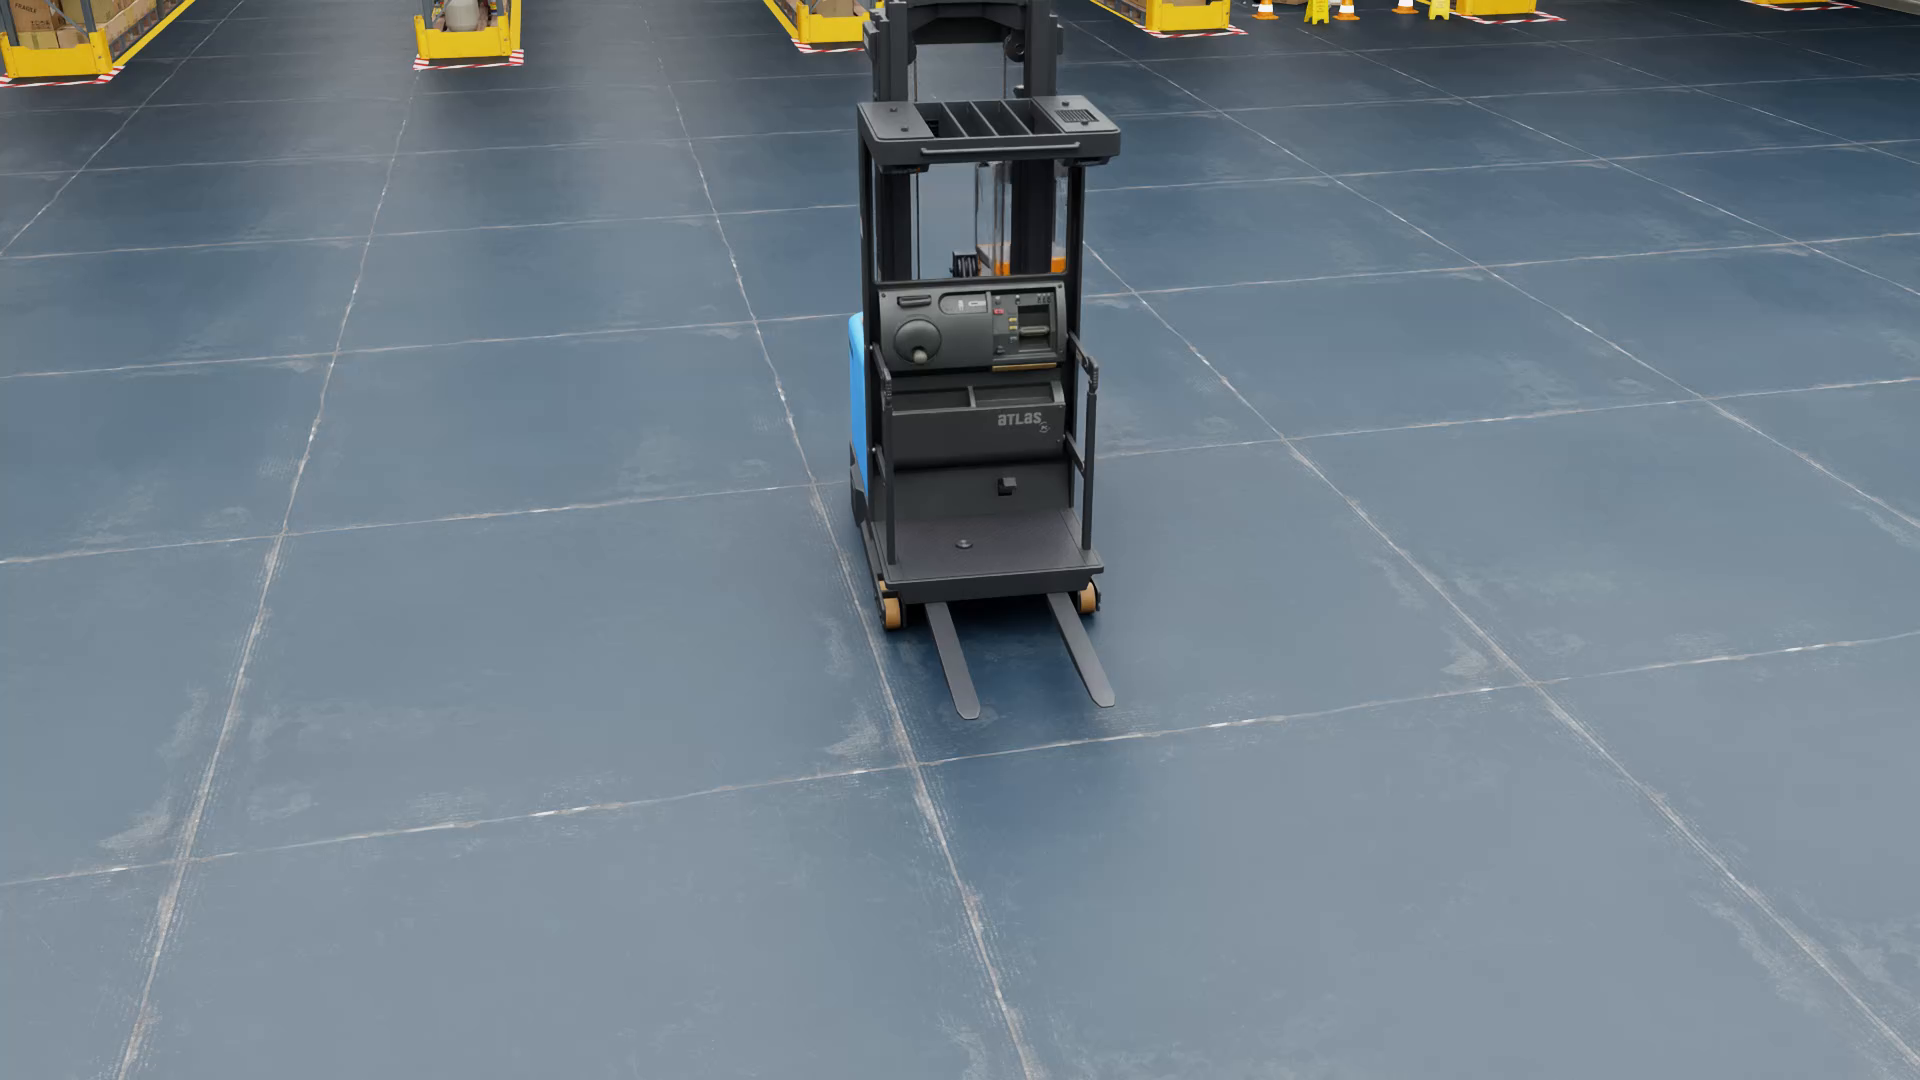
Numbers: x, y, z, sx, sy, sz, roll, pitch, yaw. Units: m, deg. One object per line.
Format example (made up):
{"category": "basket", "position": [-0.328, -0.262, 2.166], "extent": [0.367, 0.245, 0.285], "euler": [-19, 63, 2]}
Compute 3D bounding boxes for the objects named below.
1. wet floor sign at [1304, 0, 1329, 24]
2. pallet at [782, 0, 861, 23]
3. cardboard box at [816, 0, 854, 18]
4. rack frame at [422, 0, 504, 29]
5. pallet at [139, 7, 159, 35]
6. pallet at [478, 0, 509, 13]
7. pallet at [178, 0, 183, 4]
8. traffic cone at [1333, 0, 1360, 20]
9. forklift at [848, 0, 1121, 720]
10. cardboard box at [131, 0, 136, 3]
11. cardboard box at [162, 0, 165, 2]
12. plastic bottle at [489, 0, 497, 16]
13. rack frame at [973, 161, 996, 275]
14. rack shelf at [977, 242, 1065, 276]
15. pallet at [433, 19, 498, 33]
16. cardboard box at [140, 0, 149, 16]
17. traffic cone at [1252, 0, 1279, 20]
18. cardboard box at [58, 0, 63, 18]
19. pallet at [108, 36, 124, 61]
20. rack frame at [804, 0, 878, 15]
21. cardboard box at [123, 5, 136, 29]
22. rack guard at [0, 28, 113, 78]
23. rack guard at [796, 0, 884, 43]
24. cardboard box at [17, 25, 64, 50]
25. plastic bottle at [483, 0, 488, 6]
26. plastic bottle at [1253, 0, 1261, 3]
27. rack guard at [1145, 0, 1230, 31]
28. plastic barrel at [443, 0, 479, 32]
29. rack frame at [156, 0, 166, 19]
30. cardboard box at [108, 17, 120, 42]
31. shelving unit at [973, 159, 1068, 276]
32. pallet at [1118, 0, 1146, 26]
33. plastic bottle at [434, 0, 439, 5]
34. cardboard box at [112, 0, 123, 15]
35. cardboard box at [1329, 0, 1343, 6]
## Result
{"category": "wet floor sign", "position": [5.171, -7.803, 23.994], "extent": [0.267, 0.644, 0.232], "euler": [-11, 29, -20]}
{"category": "pallet", "position": [-2.057, -7.890, 24.647], "extent": [1.003, 0.211, 1.213], "euler": [-6, 27, -12]}
{"category": "cardboard box", "position": [-1.744, -7.554, 23.195], "extent": [0.500, 0.500, 0.500], "euler": [-1, 27, -2]}
{"category": "rack frame", "position": [-6.445, -7.704, 21.184], "extent": [1.000, 3.000, 0.127], "euler": [-6, 27, -12]}
{"category": "pallet", "position": [-12.035, -7.360, 23.597], "extent": [1.003, 0.211, 1.213], "euler": [-6, 27, -12]}
{"category": "pallet", "position": [-7.236, -7.916, 24.698], "extent": [1.003, 0.211, 1.213], "euler": [-6, 27, -12]}
{"category": "pallet", "position": [-12.656, -8.569, 25.994], "extent": [1.003, 0.211, 1.213], "euler": [-6, 27, -12]}
{"category": "traffic cone", "position": [5.677, -7.876, 24.341], "extent": [0.336, 0.463, 0.334], "euler": [-6, 27, -12]}
{"category": "forklift", "position": [0.102, -1.029, 8.036], "extent": [1.130, 2.935, 3.031], "euler": [-4, 27, -8]}
{"category": "cardboard box", "position": [-11.638, -7.632, 22.795], "extent": [0.500, 0.500, 0.500], "euler": [-6, 27, -12]}
{"category": "cardboard box", "position": [-12.023, -8.120, 24.595], "extent": [0.500, 0.250, 0.500], "euler": [-7, 28, -13]}
{"category": "plastic bottle", "position": [-6.550, -7.510, 23.339], "extent": [0.097, 0.271, 0.097], "euler": [0, 27, 0]}
{"category": "rack frame", "position": [0.143, -1.488, 9.863], "extent": [0.015, 2.100, 0.400], "euler": [-8, 27, -15]}
{"category": "rack shelf", "position": [0.377, -1.507, 9.930], "extent": [0.480, 0.518, 0.431], "euler": [-8, 27, -15]}
{"category": "pallet", "position": [-6.686, -6.844, 22.576], "extent": [1.003, 0.211, 1.213], "euler": [-6, 27, -12]}
{"category": "cardboard box", "position": [-11.753, -7.516, 23.398], "extent": [0.500, 0.250, 0.500], "euler": [-6, 27, -12]}
{"category": "traffic cone", "position": [4.500, -7.911, 24.409], "extent": [0.336, 0.463, 0.334], "euler": [-6, 27, -12]}
{"category": "cardboard box", "position": [-11.922, -7.140, 21.820], "extent": [0.500, 0.500, 0.500], "euler": [-6, 27, -12]}
{"category": "pallet", "position": [-11.485, -6.289, 21.475], "extent": [1.003, 0.211, 1.213], "euler": [-6, 27, -12]}
{"category": "rack frame", "position": [-1.619, -8.206, 22.180], "extent": [1.000, 3.000, 0.127], "euler": [-6, 27, -12]}
{"category": "cardboard box", "position": [-11.512, -7.079, 22.531], "extent": [0.500, 0.250, 0.500], "euler": [-6, 27, -12]}
{"category": "rack guard", "position": [-11.266, -6.076, 20.733], "extent": [1.175, 0.500, 0.348], "euler": [-6, 27, -12]}
{"category": "rack guard", "position": [-1.636, -7.124, 22.809], "extent": [1.175, 0.500, 0.348], "euler": [-6, 27, -12]}
{"category": "cardboard box", "position": [-11.680, -6.368, 21.122], "extent": [0.500, 0.250, 0.500], "euler": [-6, 27, -12]}
{"category": "plastic bottle", "position": [-6.875, -7.881, 24.061], "extent": [0.061, 0.283, 0.133], "euler": [-6, 27, -12]}
{"category": "plastic bottle", "position": [4.636, -8.348, 25.722], "extent": [0.133, 0.061, 0.283], "euler": [-16, 31, -29]}
{"category": "rack guard", "position": [3.241, -7.539, 23.632], "extent": [1.175, 0.500, 0.348], "euler": [-6, 27, -12]}
{"category": "plastic barrel", "position": [-6.668, -7.062, 22.207], "extent": [0.421, 0.512, 0.421], "euler": [0, 27, 0]}
{"category": "rack frame", "position": [-12.173, -8.958, 23.669], "extent": [1.000, 3.000, 0.127], "euler": [-6, 27, -12]}
{"category": "cardboard box", "position": [-11.292, -6.639, 21.660], "extent": [0.500, 0.250, 0.500], "euler": [-6, 27, -12]}
{"category": "shelving unit", "position": [0.377, -1.520, 9.924], "extent": [0.503, 2.100, 0.431], "euler": [-8, 27, -15]}
{"category": "pallet", "position": [2.979, -7.764, 24.398], "extent": [1.003, 0.211, 1.213], "euler": [-6, 27, -12]}
{"category": "plastic bottle", "position": [-7.330, -7.498, 23.304], "extent": [0.061, 0.283, 0.133], "euler": [-5, 27, -10]}
{"category": "cardboard box", "position": [-11.415, -7.192, 21.924], "extent": [0.500, 0.500, 0.500], "euler": [-6, 27, -12]}
{"category": "cardboard box", "position": [5.772, -8.310, 25.549], "extent": [0.380, 0.149, 0.250], "euler": [8, 28, 15]}
